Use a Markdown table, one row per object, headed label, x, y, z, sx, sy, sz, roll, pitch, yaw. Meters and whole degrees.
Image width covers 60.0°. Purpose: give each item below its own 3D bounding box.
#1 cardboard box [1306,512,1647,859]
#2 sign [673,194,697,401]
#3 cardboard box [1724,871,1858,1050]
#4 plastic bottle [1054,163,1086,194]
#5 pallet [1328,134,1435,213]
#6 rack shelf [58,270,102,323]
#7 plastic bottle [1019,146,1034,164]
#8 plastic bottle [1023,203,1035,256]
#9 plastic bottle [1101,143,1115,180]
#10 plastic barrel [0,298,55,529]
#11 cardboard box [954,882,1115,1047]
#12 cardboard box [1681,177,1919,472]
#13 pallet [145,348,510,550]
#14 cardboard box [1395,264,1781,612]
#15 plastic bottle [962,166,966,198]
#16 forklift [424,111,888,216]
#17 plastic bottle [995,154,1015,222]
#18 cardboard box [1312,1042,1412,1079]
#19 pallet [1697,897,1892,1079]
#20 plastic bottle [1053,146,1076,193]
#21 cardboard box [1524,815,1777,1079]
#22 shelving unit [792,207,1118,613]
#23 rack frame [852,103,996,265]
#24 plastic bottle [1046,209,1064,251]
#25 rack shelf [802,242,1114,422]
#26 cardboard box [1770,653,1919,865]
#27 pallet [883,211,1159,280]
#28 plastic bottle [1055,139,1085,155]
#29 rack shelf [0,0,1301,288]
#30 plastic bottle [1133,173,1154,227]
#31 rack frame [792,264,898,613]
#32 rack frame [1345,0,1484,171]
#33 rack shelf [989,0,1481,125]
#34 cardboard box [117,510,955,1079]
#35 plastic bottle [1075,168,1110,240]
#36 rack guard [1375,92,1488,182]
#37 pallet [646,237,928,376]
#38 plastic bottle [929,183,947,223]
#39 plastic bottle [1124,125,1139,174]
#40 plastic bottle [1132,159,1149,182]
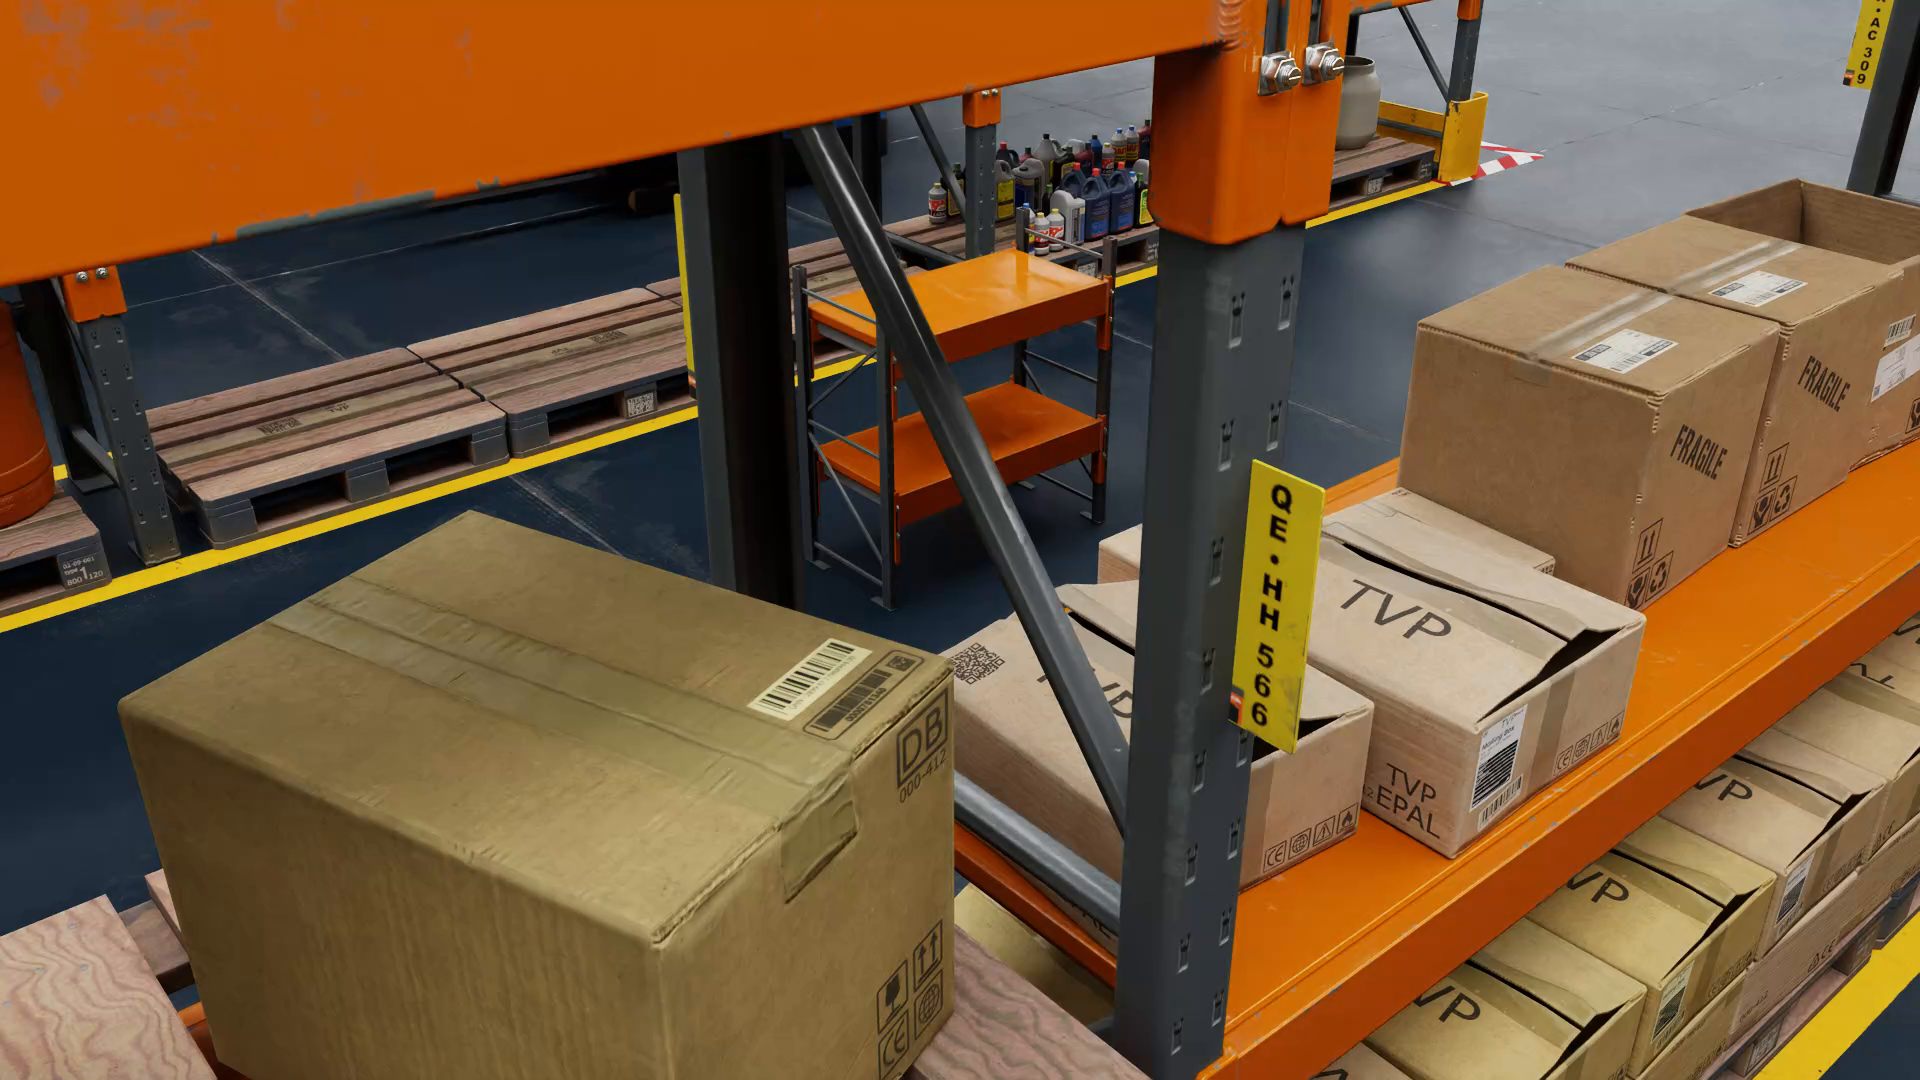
| label | x | y | z | sx | sy | sz | roll | pitch | yaw |
| --- | --- | --- | --- | --- | --- | --- | --- | --- | --- |
| cardboard box | 0.781 | 0.195 | 2.798 | 0.500 | 0.311 | 0.500 | -22 | 35 | -35 |
| sign | -0.388 | -0.349 | 2.493 | 0.005 | 0.325 | 0.100 | -22 | 35 | -35 |
| cardboard box | 1.728 | 0.860 | 3.930 | 0.500 | 0.250 | 0.500 | -21 | 35 | -34 |
| plastic bottle | 0.596 | -1.817 | 8.811 | 0.185 | 0.351 | 0.144 | -22 | 35 | -35 |
| pallet | 2.200 | -2.349 | 10.421 | 1.213 | 0.211 | 1.003 | -22 | 35 | -35 |
| rack shelf | -4.759 | -0.489 | 4.745 | 4.000 | 0.370 | 1.077 | -22 | 35 | -35 |
| plastic bottle | 0.351 | -2.061 | 9.340 | 0.133 | 0.283 | 0.061 | -19 | 34 | -32 |
| plastic bottle | 0.333 | -1.573 | 8.438 | 0.097 | 0.271 | 0.097 | 0 | 28 | 0 |
| plastic bottle | 0.855 | -2.216 | 9.717 | 0.097 | 0.201 | 0.097 | 0 | 28 | 0 |
| plastic barrel | -3.598 | -0.490 | 5.842 | 0.708 | 0.830 | 0.600 | -22 | 35 | -35 |
| cardboard box | 0.213 | 0.891 | 3.277 | 0.500 | 0.311 | 0.500 | -21 | 34 | -34 |
| cardboard box | 2.022 | -0.518 | 3.931 | 0.500 | 0.500 | 0.500 | -19 | 34 | -31 |
| pallet | -2.623 | -0.411 | 6.795 | 1.213 | 0.211 | 1.003 | -22 | 35 | -35 |
| cardboard box | 1.241 | -0.204 | 3.343 | 0.500 | 0.500 | 0.500 | -24 | 36 | -37 |
| plastic bottle | 0.109 | -1.968 | 9.093 | 0.185 | 0.351 | 0.144 | -23 | 36 | -36 |
| forklift | -1.947 | -3.493 | 9.676 | 3.031 | 2.935 | 1.130 | -20 | 34 | -32 |
| plastic bottle | 0.202 | -1.916 | 8.996 | 0.185 | 0.351 | 0.144 | -22 | 35 | -35 |
| cardboard box | 0.564 | 1.085 | 2.915 | 0.500 | 0.311 | 0.500 | -21 | 34 | -33 |
| pallet | 1.554 | 0.980 | 4.192 | 1.213 | 0.211 | 1.003 | -22 | 35 | -35 |
| plastic bottle | 0.586 | -2.066 | 9.350 | 0.133 | 0.283 | 0.061 | -22 | 35 | -35 |
| cardboard box | 1.347 | 0.766 | 3.511 | 0.500 | 0.311 | 0.500 | -23 | 36 | -36 |
| shelving unit | -0.005 | -0.494 | 5.981 | 1.048 | 1.125 | 0.538 | -22 | 35 | -35 |
| rack frame | -0.194 | -2.641 | 8.010 | 0.127 | 3.000 | 1.000 | -22 | 35 | -35 |
| plastic bottle | 0.487 | -1.604 | 8.571 | 0.097 | 0.201 | 0.097 | 0 | 28 | 0 |
| rack shelf | -0.005 | -0.752 | 5.843 | 1.000 | 0.278 | 0.538 | -22 | 35 | -35 |
| cardboard box | 2.123 | 0.456 | 4.091 | 0.500 | 0.311 | 0.500 | -22 | 35 | -35 |
| pallet | 0.344 | -1.602 | 9.024 | 1.213 | 0.211 | 1.003 | -22 | 35 | -35 |
| plastic bottle | 0.626 | -2.140 | 9.496 | 0.135 | 0.276 | 0.152 | -21 | 35 | -34 |
| rack shelf | -1.547 | -0.034 | 0.713 | 4.000 | 0.370 | 1.077 | -22 | 35 | -35 |
| plastic bottle | 0.985 | -1.829 | 8.905 | 0.133 | 0.283 | 0.061 | -20 | 34 | -33 |
| rack frame | -0.392 | -0.339 | 5.690 | 0.032 | 1.125 | 0.500 | -22 | 35 | -35 |
| rack frame | 2.849 | -3.865 | 10.300 | 0.127 | 3.000 | 1.000 | -22 | 35 | -35 |
| rack shelf | 1.327 | -2.936 | 9.325 | 4.000 | 0.370 | 1.077 | -22 | 35 | -35 |
| cardboard box | -0.431 | 0.363 | 1.836 | 0.700 | 0.500 | 0.500 | 15 | 32 | 26 |
| plastic bottle | 0.689 | -1.765 | 8.715 | 0.185 | 0.351 | 0.144 | -21 | 34 | -34 |
| rack guard | 2.821 | -2.723 | 10.814 | 0.348 | 0.500 | 1.175 | -22 | 35 | -35 |
| pallet | -0.767 | -1.157 | 8.192 | 1.213 | 0.211 | 1.003 | -22 | 35 | -35 |
| plastic bottle | -0.121 | -1.824 | 8.983 | 0.097 | 0.201 | 0.097 | 0 | 28 | 0 |
| plastic bottle | 1.006 | -2.308 | 9.814 | 0.097 | 0.271 | 0.097 | 0 | 28 | 0 |
| plastic bottle | 1.041 | -1.966 | 9.169 | 0.135 | 0.276 | 0.152 | -22 | 35 | -35 |
